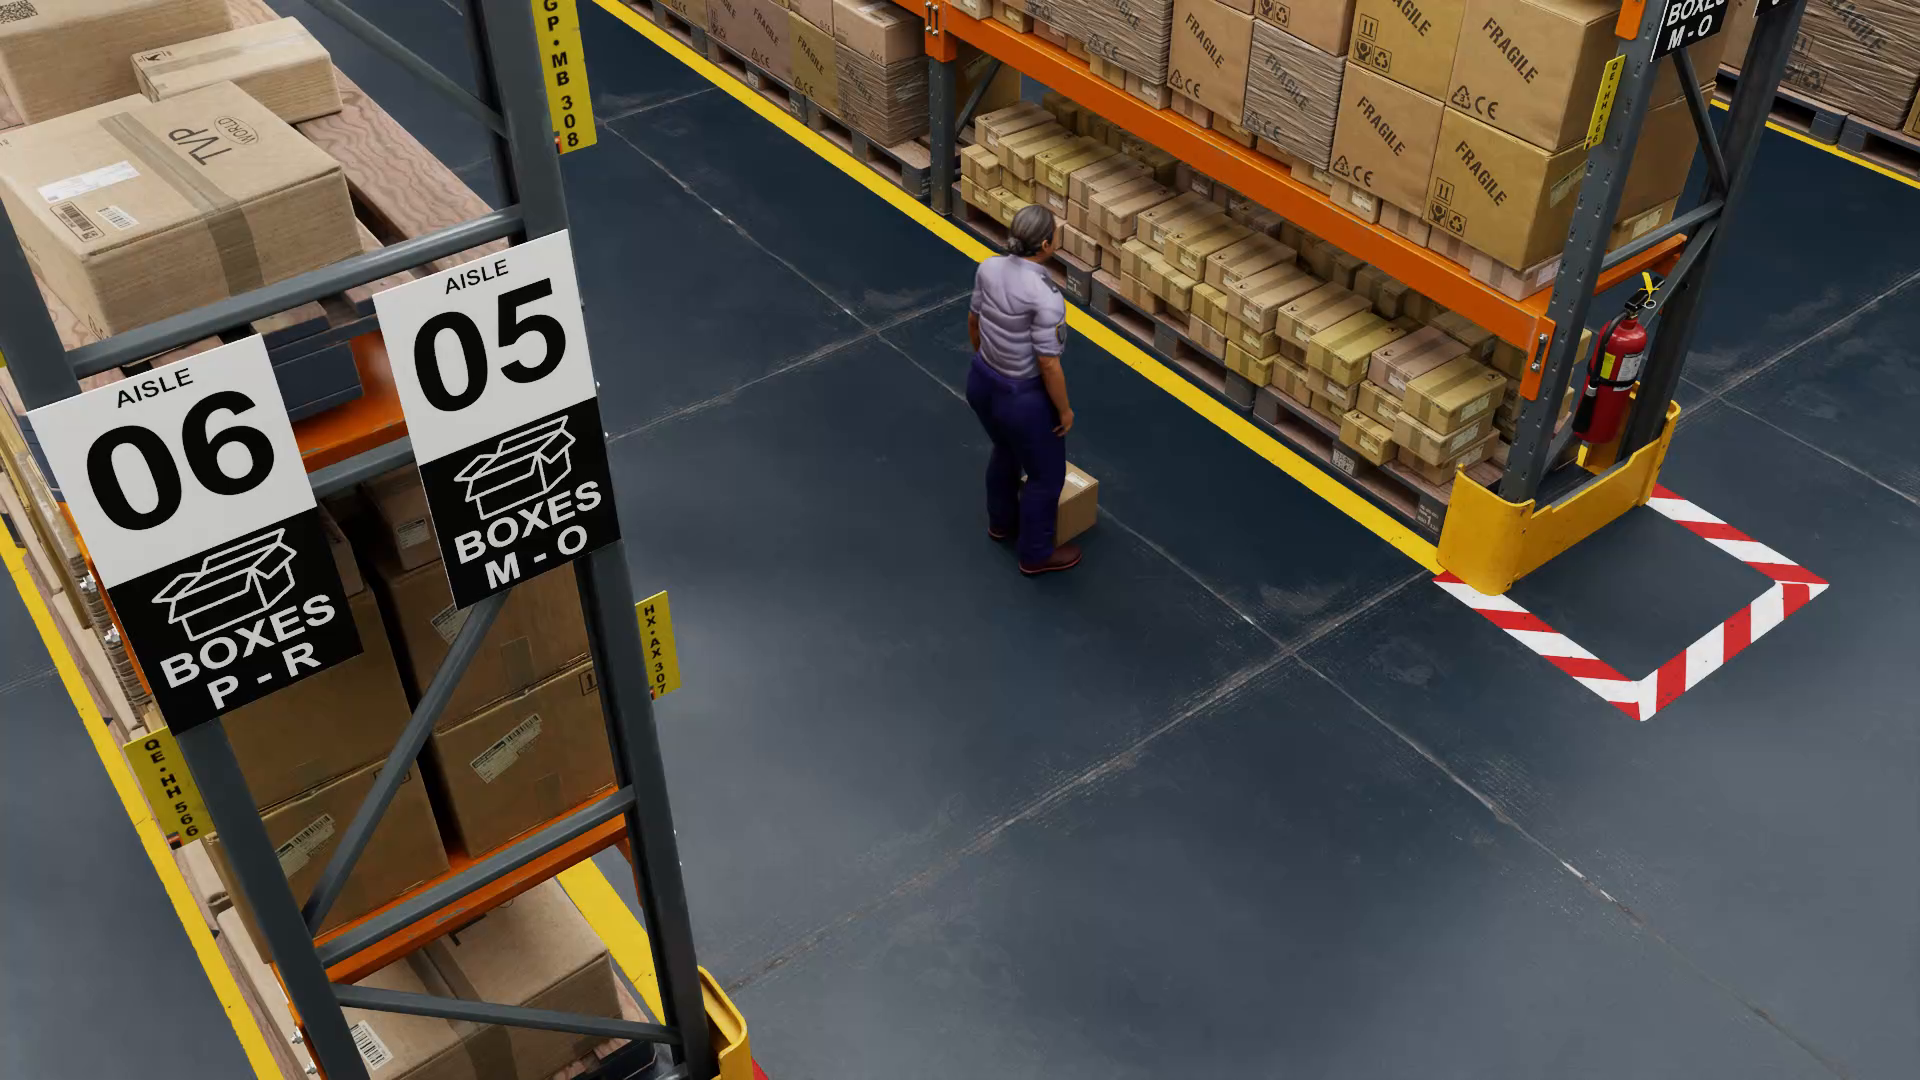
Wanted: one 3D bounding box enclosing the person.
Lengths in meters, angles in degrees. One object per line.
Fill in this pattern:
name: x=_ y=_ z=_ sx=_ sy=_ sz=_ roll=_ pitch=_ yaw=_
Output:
person: x=0.271 y=-0.613 z=6.891 sx=0.416 sy=1.638 sz=0.556 roll=-28 pitch=48 yaw=-29
